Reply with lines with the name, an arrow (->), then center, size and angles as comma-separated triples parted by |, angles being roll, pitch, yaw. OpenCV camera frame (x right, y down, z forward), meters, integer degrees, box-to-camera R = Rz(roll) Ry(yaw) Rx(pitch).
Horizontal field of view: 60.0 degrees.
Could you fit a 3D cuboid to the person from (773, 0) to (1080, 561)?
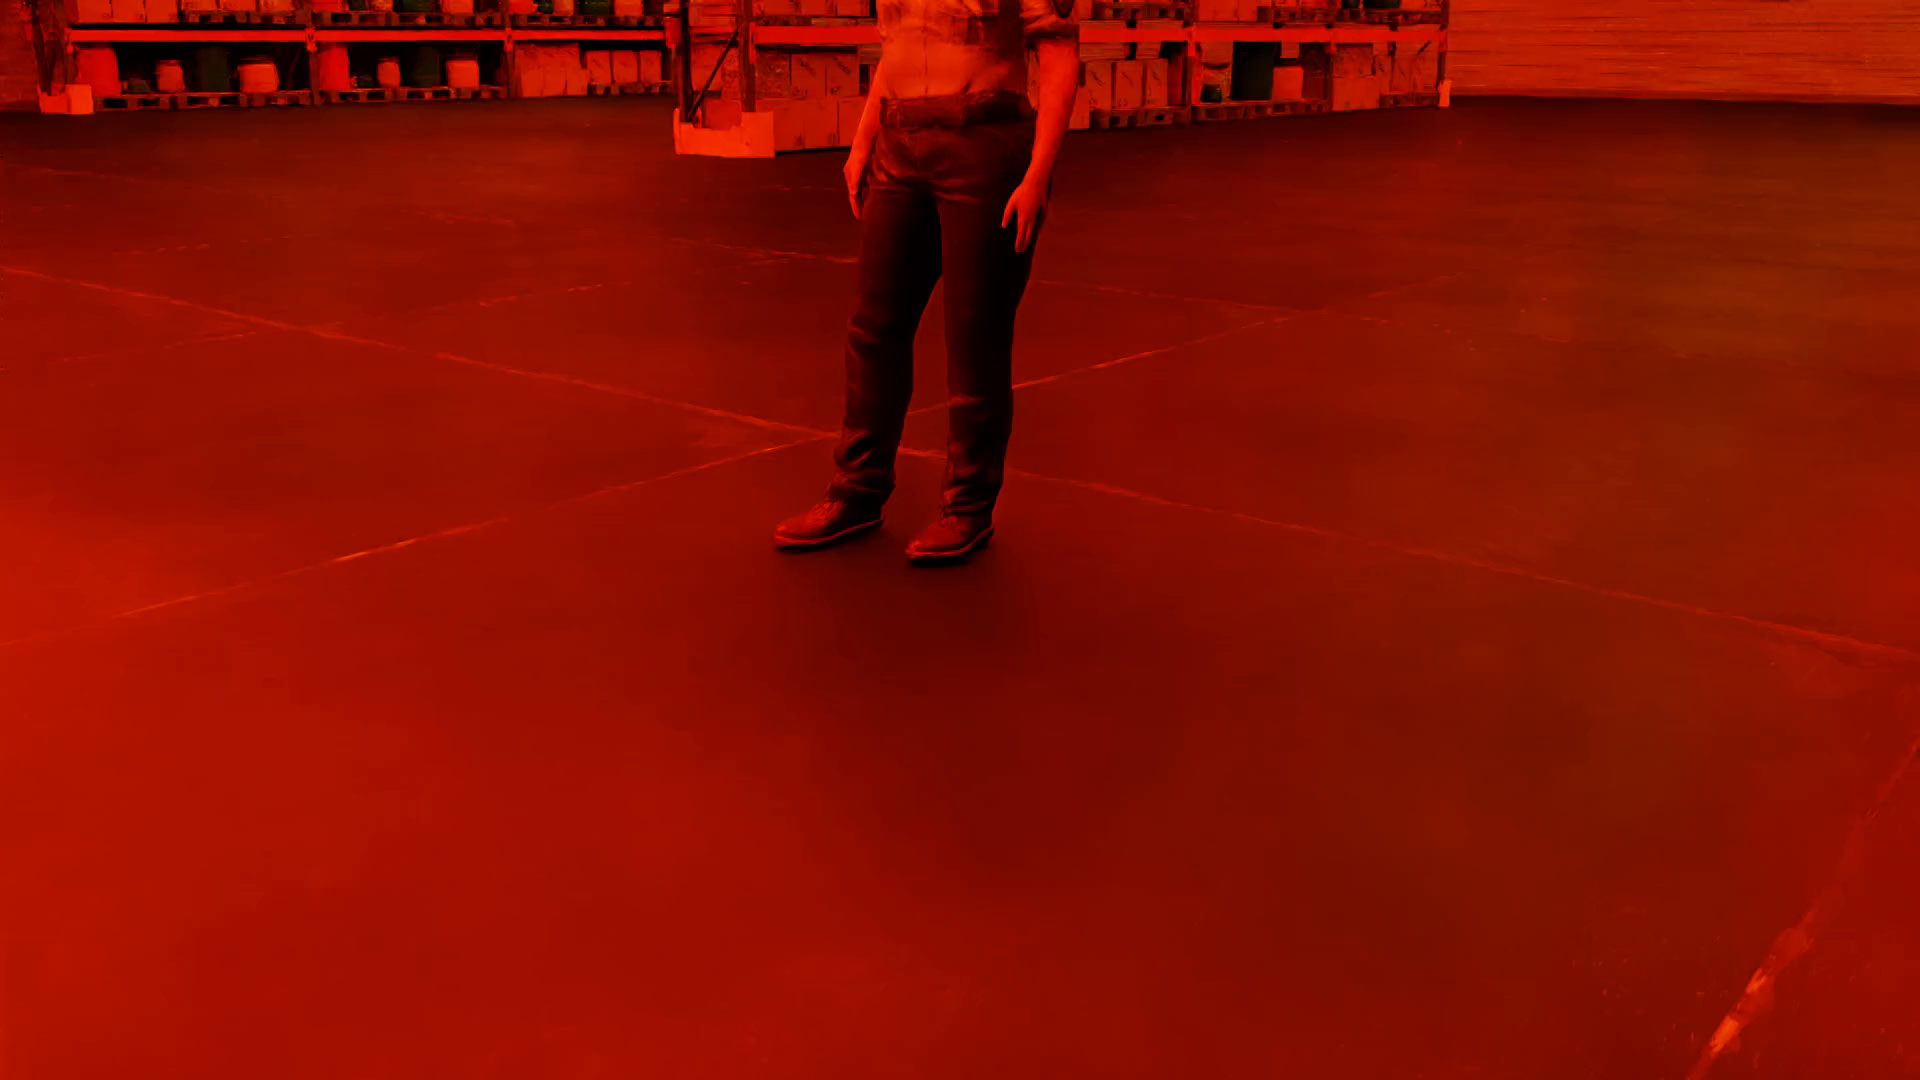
person -> -0.075, -0.779, 3.648 | 0.599, 1.650, 0.502 | 13, 21, 37
